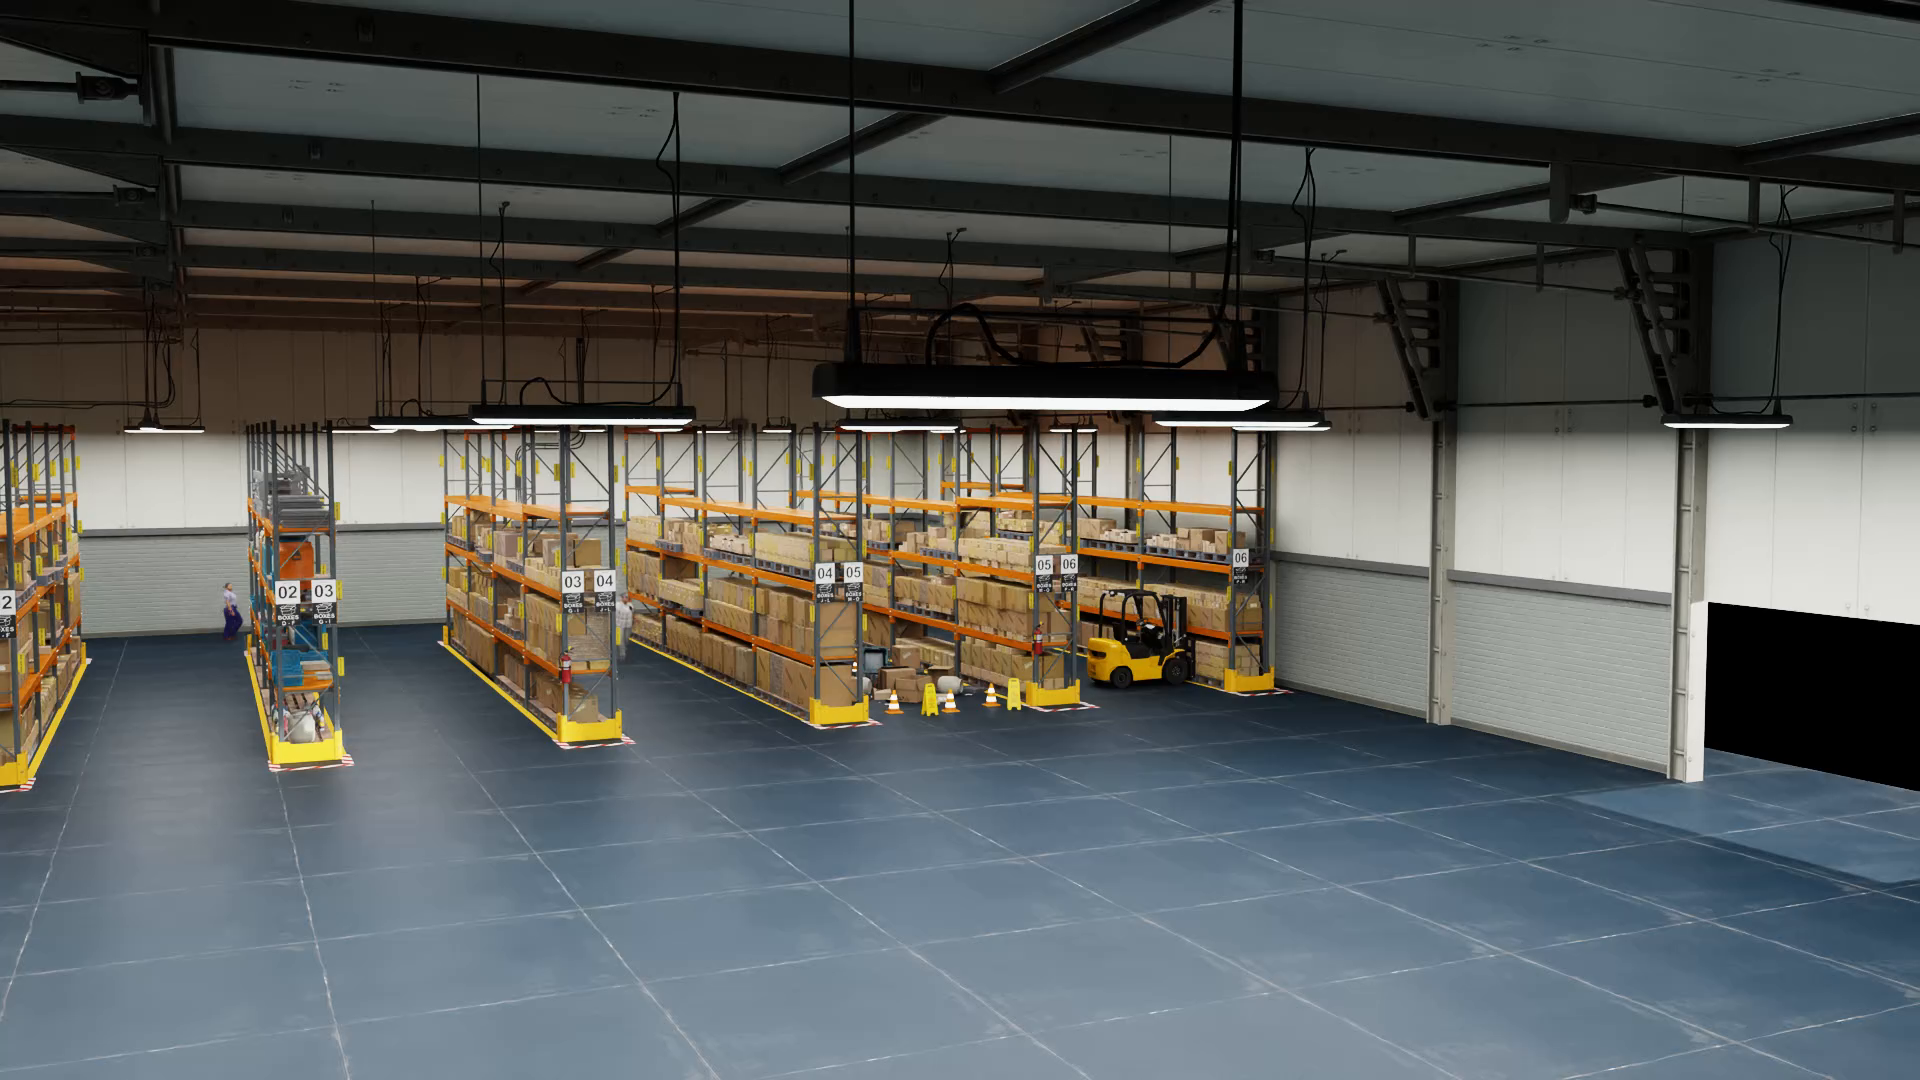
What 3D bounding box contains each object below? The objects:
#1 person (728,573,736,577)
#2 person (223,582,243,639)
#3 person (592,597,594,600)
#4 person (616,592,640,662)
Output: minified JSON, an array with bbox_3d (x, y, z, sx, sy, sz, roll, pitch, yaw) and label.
[{"bbox_3d":[-6.760,1.814,49.371,0.550,1.720,0.368,1,4,15],"label":"person"},{"bbox_3d":[-20.291,1.961,46.351,0.495,1.545,0.501,-1,4,-13],"label":"person"},{"bbox_3d":[-10.549,1.803,48.912,0.575,1.742,0.420,0,4,-3],"label":"person"},{"bbox_3d":[-8.613,2.206,42.641,0.708,1.768,0.976,-1,4,-22],"label":"person"}]
